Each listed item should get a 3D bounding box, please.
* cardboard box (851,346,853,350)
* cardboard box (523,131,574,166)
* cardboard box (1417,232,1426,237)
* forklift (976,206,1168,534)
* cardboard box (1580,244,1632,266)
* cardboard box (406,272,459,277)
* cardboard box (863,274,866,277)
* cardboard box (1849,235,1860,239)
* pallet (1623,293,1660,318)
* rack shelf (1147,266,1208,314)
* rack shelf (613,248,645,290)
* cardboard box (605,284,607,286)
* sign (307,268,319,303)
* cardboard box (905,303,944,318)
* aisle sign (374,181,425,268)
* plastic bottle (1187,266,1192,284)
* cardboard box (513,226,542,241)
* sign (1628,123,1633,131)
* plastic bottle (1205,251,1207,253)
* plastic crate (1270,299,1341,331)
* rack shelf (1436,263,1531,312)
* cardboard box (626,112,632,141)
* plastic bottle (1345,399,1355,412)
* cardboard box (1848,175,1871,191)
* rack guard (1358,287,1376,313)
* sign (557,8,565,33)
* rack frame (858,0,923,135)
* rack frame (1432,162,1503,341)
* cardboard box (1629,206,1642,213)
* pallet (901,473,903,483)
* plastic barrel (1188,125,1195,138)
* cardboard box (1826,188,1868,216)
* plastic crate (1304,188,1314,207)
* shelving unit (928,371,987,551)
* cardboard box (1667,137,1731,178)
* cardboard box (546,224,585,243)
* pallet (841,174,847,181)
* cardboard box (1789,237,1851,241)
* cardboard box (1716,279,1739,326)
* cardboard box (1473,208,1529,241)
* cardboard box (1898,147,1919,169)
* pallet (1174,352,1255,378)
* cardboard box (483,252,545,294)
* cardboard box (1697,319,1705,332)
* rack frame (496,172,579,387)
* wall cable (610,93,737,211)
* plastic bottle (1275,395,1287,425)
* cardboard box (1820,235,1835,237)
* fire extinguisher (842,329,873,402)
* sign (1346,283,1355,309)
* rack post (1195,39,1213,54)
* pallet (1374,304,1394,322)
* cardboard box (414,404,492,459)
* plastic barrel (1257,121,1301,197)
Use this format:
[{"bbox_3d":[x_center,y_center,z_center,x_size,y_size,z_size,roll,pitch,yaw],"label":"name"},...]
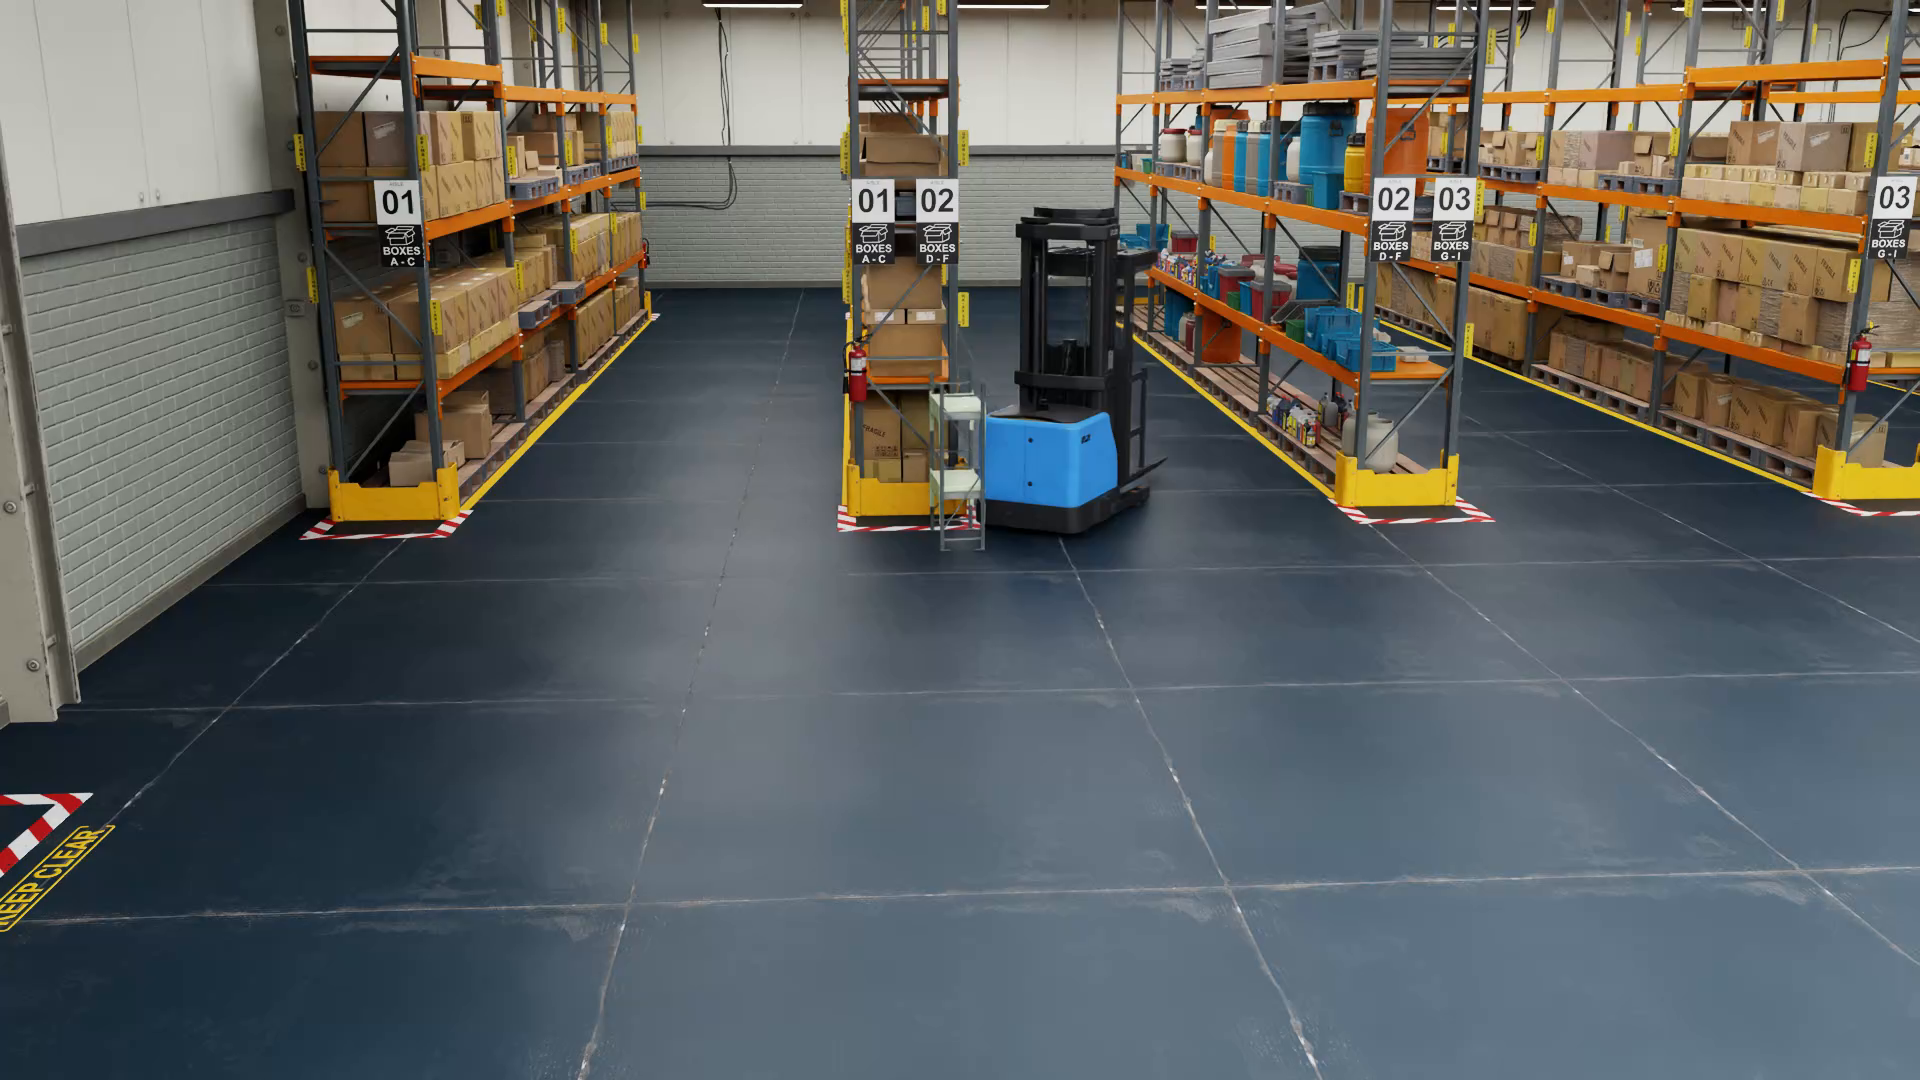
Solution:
[{"bbox_3d":[-1.208,-2.481,22.423,0.500,0.311,0.500,-1,14,-5],"label":"cardboard box"},{"bbox_3d":[-6.199,-5.878,24.972,0.700,0.500,0.500,-1,14,-3],"label":"cardboard box"},{"bbox_3d":[8.300,-5.546,28.985,0.500,0.500,0.500,-1,14,-3],"label":"cardboard box"},{"bbox_3d":[1.258,-1.795,16.345,1.130,2.935,3.031,7,16,25],"label":"forklift"},{"bbox_3d":[9.078,-3.863,23.199,0.700,0.500,0.500,1,14,5],"label":"cardboard box"},{"bbox_3d":[-5.865,-2.709,18.515,0.500,0.500,0.500,-1,14,-4],"label":"cardboard box"},{"bbox_3d":[-0.947,-3.028,19.495,0.380,0.149,0.250,-1,14,-4],"label":"cardboard box"},{"bbox_3d":[13.945,-4.615,25.633,0.380,0.149,0.250,-1,15,-6],"label":"cardboard box"},{"bbox_3d":[9.215,-2.986,21.222,1.003,0.211,1.213,-1,14,-3],"label":"pallet"},{"bbox_3d":[3.802,-3.954,26.043,1.077,0.370,4.000,-1,14,-3],"label":"rack shelf"},{"bbox_3d":[-6.333,-4.796,29.315,1.077,0.370,4.000,-1,14,-3],"label":"rack shelf"},{"bbox_3d":[-6.426,-4.426,29.305,0.380,0.149,0.250,-1,14,-4],"label":"cardboard box"},{"bbox_3d":[-6.021,-2.373,15.495,0.100,0.325,0.005,-1,14,-3],"label":"sign"},{"bbox_3d":[-0.351,-2.269,16.548,0.380,0.149,0.250,-1,14,-5],"label":"cardboard box"},{"bbox_3d":[-5.162,-2.909,15.317,0.394,0.787,0.004,-1,14,-3],"label":"aisle sign"},{"bbox_3d":[3.460,-3.972,24.925,0.097,0.271,0.097,0,14,0],"label":"plastic bottle"},{"bbox_3d":[-6.249,-4.327,23.703,0.500,0.250,0.500,0,14,-2],"label":"cardboard box"},{"bbox_3d":[12.789,-7.790,31.734,0.100,0.325,0.005,-1,14,-3],"label":"sign"},{"bbox_3d":[4.026,-4.647,27.540,0.152,0.276,0.135,-1,14,-3],"label":"plastic bottle"},{"bbox_3d":[4.080,-2.648,19.648,0.767,0.338,0.504,-1,14,-3],"label":"plastic crate"},{"bbox_3d":[8.746,-4.031,26.340,1.077,0.370,4.000,-1,14,-3],"label":"rack shelf"},{"bbox_3d":[-6.120,-7.335,29.470,0.500,0.500,0.500,0,14,-2],"label":"cardboard box"},{"bbox_3d":[4.534,-1.457,19.326,0.144,0.351,0.185,-1,14,-4],"label":"plastic bottle"},{"bbox_3d":[9.037,-3.530,16.429,0.380,0.149,0.250,-1,14,-3],"label":"cardboard box"},{"bbox_3d":[8.373,-4.667,32.385,1.175,0.500,0.348,-1,14,-3],"label":"rack guard"},{"bbox_3d":[-5.421,-7.059,22.594,0.100,0.325,0.005,-1,14,-3],"label":"sign"},{"bbox_3d":[-1.018,-6.635,22.979,1.000,3.000,0.127,-1,14,-3],"label":"rack frame"},{"bbox_3d":[8.622,-4.877,28.184,1.000,3.000,0.127,-1,14,-3],"label":"rack frame"},{"bbox_3d":[13.094,-6.484,31.626,0.500,0.500,0.500,-1,14,-4],"label":"cardboard box"},{"bbox_3d":[-0.611,-0.579,17.078,1.003,0.211,1.213,-1,14,-3],"label":"pallet"},{"bbox_3d":[3.938,-6.323,26.567,0.600,0.588,0.600,0,14,0],"label":"plastic barrel"},{"bbox_3d":[9.082,-3.388,16.680,0.500,0.250,0.500,-1,14,-2],"label":"cardboard box"},{"bbox_3d":[4.000,-3.764,18.265,0.336,0.188,0.450,-1,14,-3],"label":"plastic crate"},{"bbox_3d":[-0.029,-0.726,15.060,0.431,1.500,0.755,-2,15,-8],"label":"shelving unit"},{"bbox_3d":[9.187,-4.711,20.472,0.797,0.503,0.637,-2,15,-6],"label":"cardboard box"},{"bbox_3d":[-5.767,-4.468,24.254,0.500,0.250,0.500,-1,14,-4],"label":"cardboard box"},{"bbox_3d":[-1.228,-5.665,25.606,1.213,0.211,1.003,-1,14,-3],"label":"pallet"},{"bbox_3d":[9.510,-3.083,18.408,0.500,0.500,0.500,-1,14,-3],"label":"cardboard box"},{"bbox_3d":[9.211,-2.719,19.000,0.875,0.500,0.500,-1,14,-3],"label":"cardboard box"},{"bbox_3d":[8.701,-5.081,26.765,0.797,0.503,0.637,-1,14,-3],"label":"cardboard box"},{"bbox_3d":[14.057,-5.580,24.699,0.500,0.500,0.500,-1,14,-3],"label":"cardboard box"},{"bbox_3d":[3.836,-2.650,25.127,1.003,0.211,1.213,-1,14,-3],"label":"pallet"},{"bbox_3d":[-5.823,-3.488,21.702,0.700,0.500,0.500,-1,14,-3],"label":"cardboard box"},{"bbox_3d":[8.901,-2.521,19.533,0.380,0.149,0.250,-1,14,-3],"label":"cardboard box"},{"bbox_3d":[-5.962,-3.652,23.426,1.000,3.000,0.127,-1,14,-3],"label":"rack frame"},{"bbox_3d":[-6.451,-8.456,36.286,3.097,2.526,0.112,-1,14,-3],"label":"wall cable"},{"bbox_3d":[3.810,-1.534,19.624,0.144,0.351,0.185,0,14,-2],"label":"plastic bottle"},{"bbox_3d":[13.289,-4.612,25.622,0.380,0.149,0.250,0,14,-2],"label":"cardboard box"},{"bbox_3d":[-0.978,-1.666,15.861,0.296,0.674,0.183,-1,14,-3],"label":"fire extinguisher"},{"bbox_3d":[4.724,-2.950,20.141,0.100,0.325,0.005,-1,14,-3],"label":"sign"},{"bbox_3d":[3.780,-7.153,23.955,0.624,0.289,0.986,-1,14,-3],"label":"rack post"},{"bbox_3d":[8.502,-4.323,31.629,1.003,0.211,1.213,-1,14,-3],"label":"pallet"},{"bbox_3d":[-5.450,-1.164,17.887,0.700,0.500,0.500,-2,15,-7],"label":"cardboard box"},{"bbox_3d":[3.926,-4.629,20.196,0.600,0.901,0.708,-1,14,-3],"label":"plastic barrel"}]
